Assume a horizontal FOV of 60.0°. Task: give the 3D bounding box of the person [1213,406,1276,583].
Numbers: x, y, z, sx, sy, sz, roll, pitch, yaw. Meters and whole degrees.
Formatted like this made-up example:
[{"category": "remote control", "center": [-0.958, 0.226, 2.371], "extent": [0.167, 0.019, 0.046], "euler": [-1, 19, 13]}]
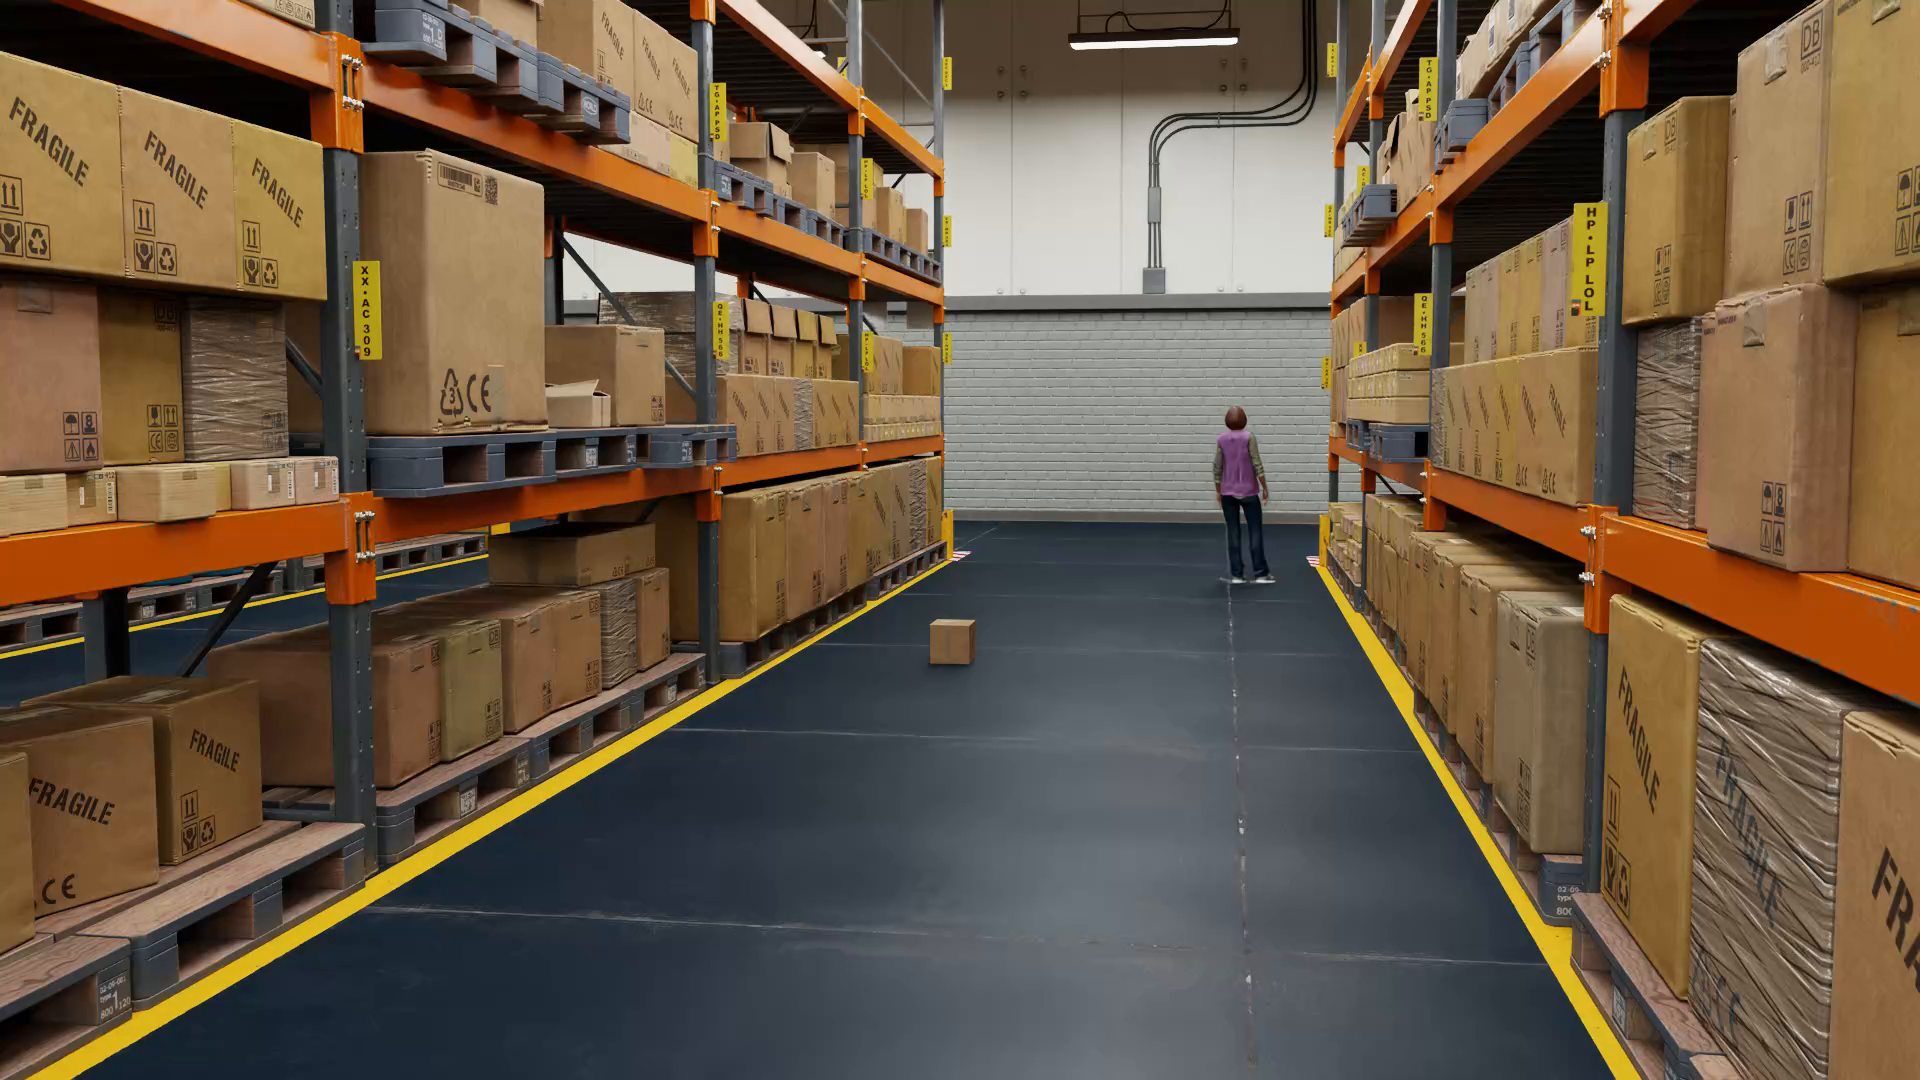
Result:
[{"category": "person", "center": [2.547, -0.403, 14.927], "extent": [0.508, 1.601, 0.466], "euler": [3, 5, 31]}]
